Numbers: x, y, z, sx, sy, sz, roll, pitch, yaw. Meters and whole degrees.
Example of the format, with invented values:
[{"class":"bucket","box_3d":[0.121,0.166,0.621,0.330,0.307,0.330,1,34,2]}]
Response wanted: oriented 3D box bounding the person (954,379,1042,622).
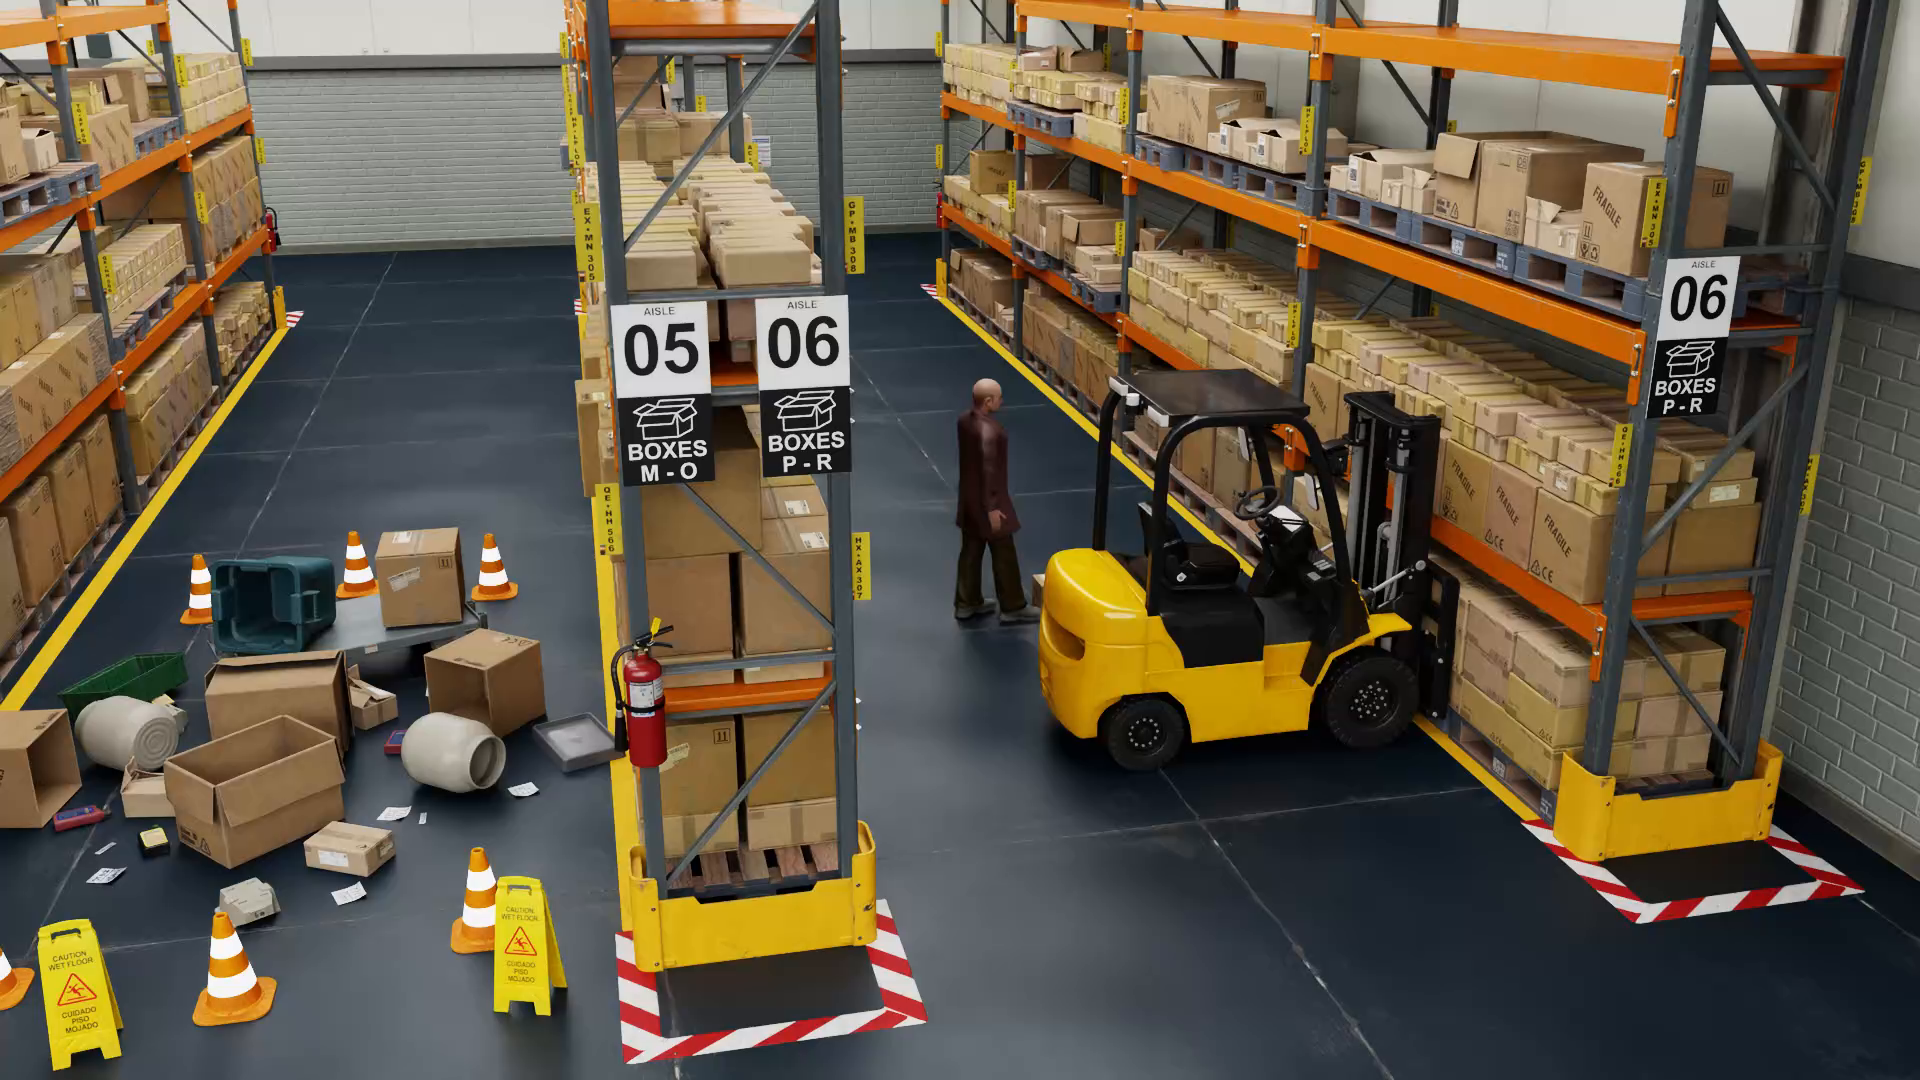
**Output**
[{"class":"person","box_3d":[0.264,-0.302,11.923,0.639,1.780,0.632,-9,21,-23]}]
